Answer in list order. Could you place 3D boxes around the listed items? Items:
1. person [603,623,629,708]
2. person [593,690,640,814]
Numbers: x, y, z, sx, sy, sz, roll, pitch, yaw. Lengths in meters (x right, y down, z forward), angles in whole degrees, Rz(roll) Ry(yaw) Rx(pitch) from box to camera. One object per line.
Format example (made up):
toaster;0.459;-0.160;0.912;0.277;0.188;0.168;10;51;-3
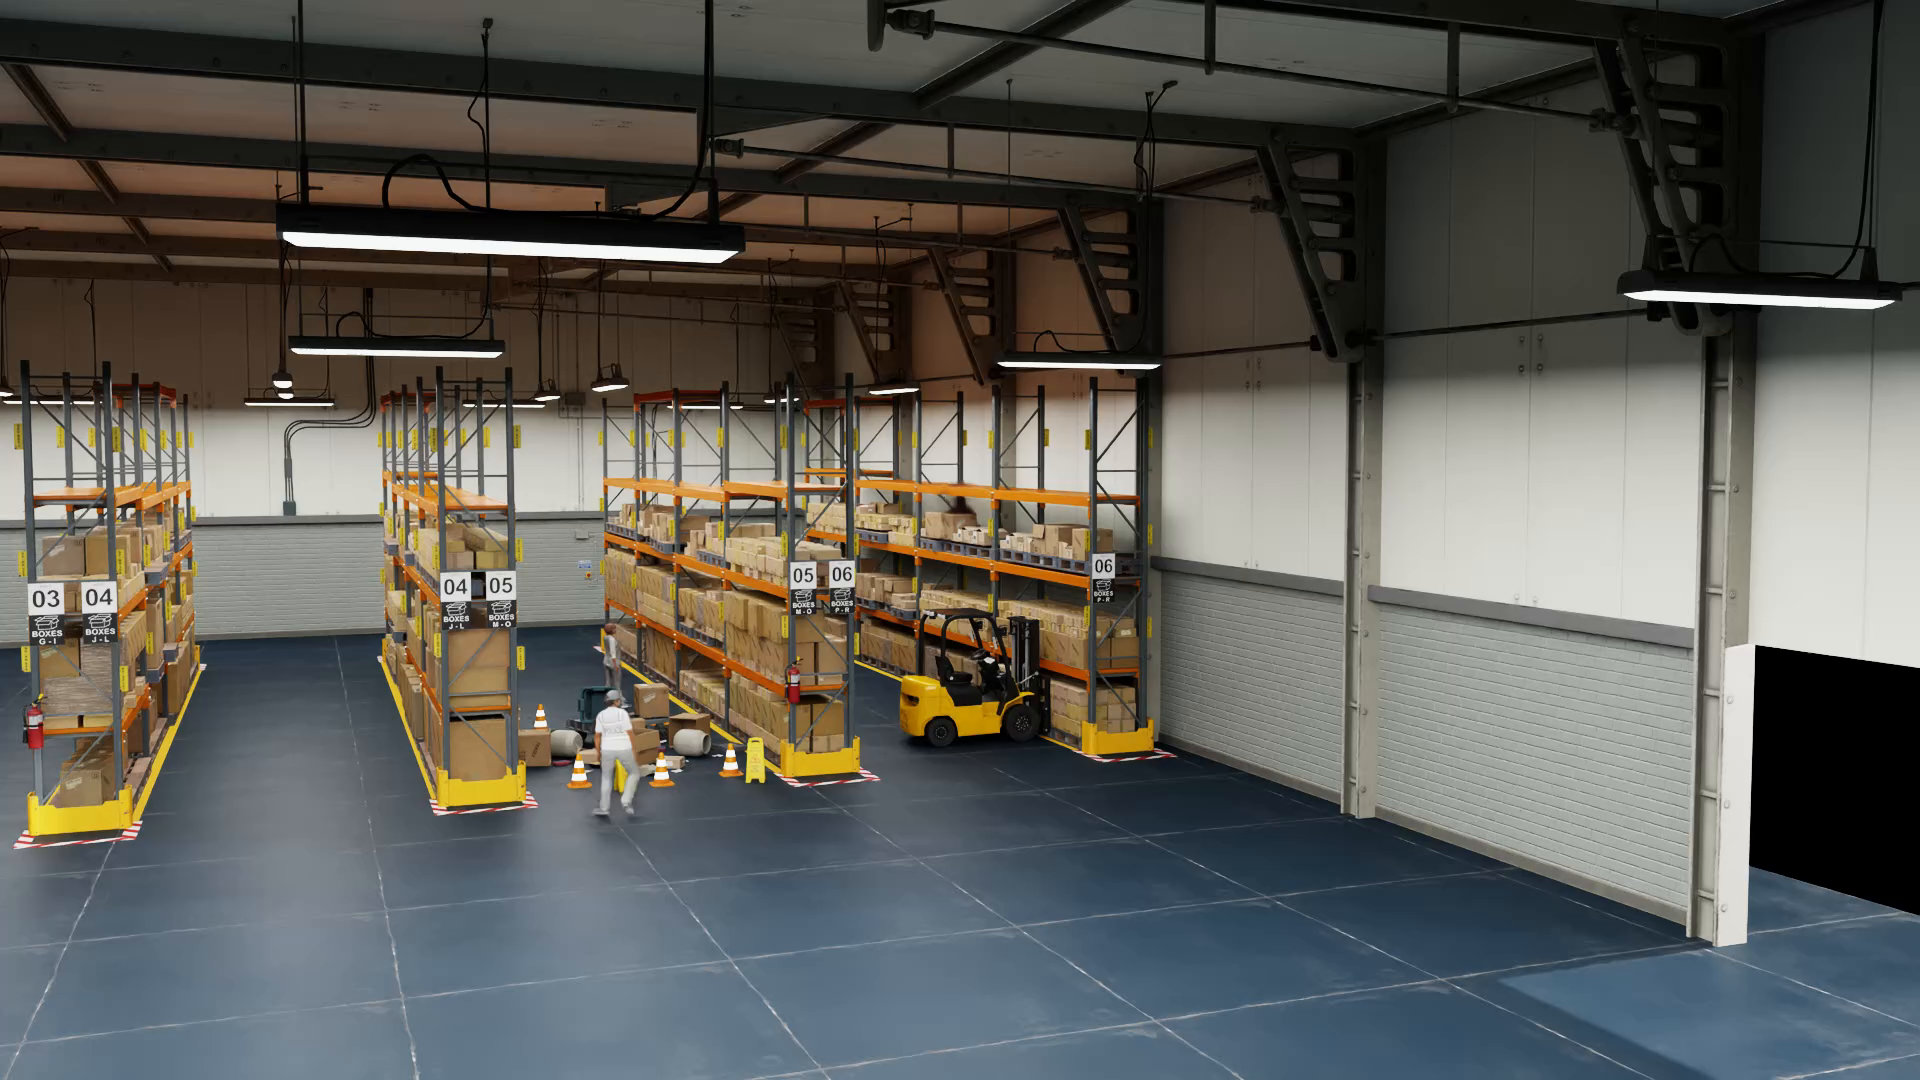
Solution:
person;-6.473;2.341;31.060;0.425;1.597;0.450;3;4;39
person;-4.597;2.833;22.151;0.626;1.673;0.425;0;3;-3
